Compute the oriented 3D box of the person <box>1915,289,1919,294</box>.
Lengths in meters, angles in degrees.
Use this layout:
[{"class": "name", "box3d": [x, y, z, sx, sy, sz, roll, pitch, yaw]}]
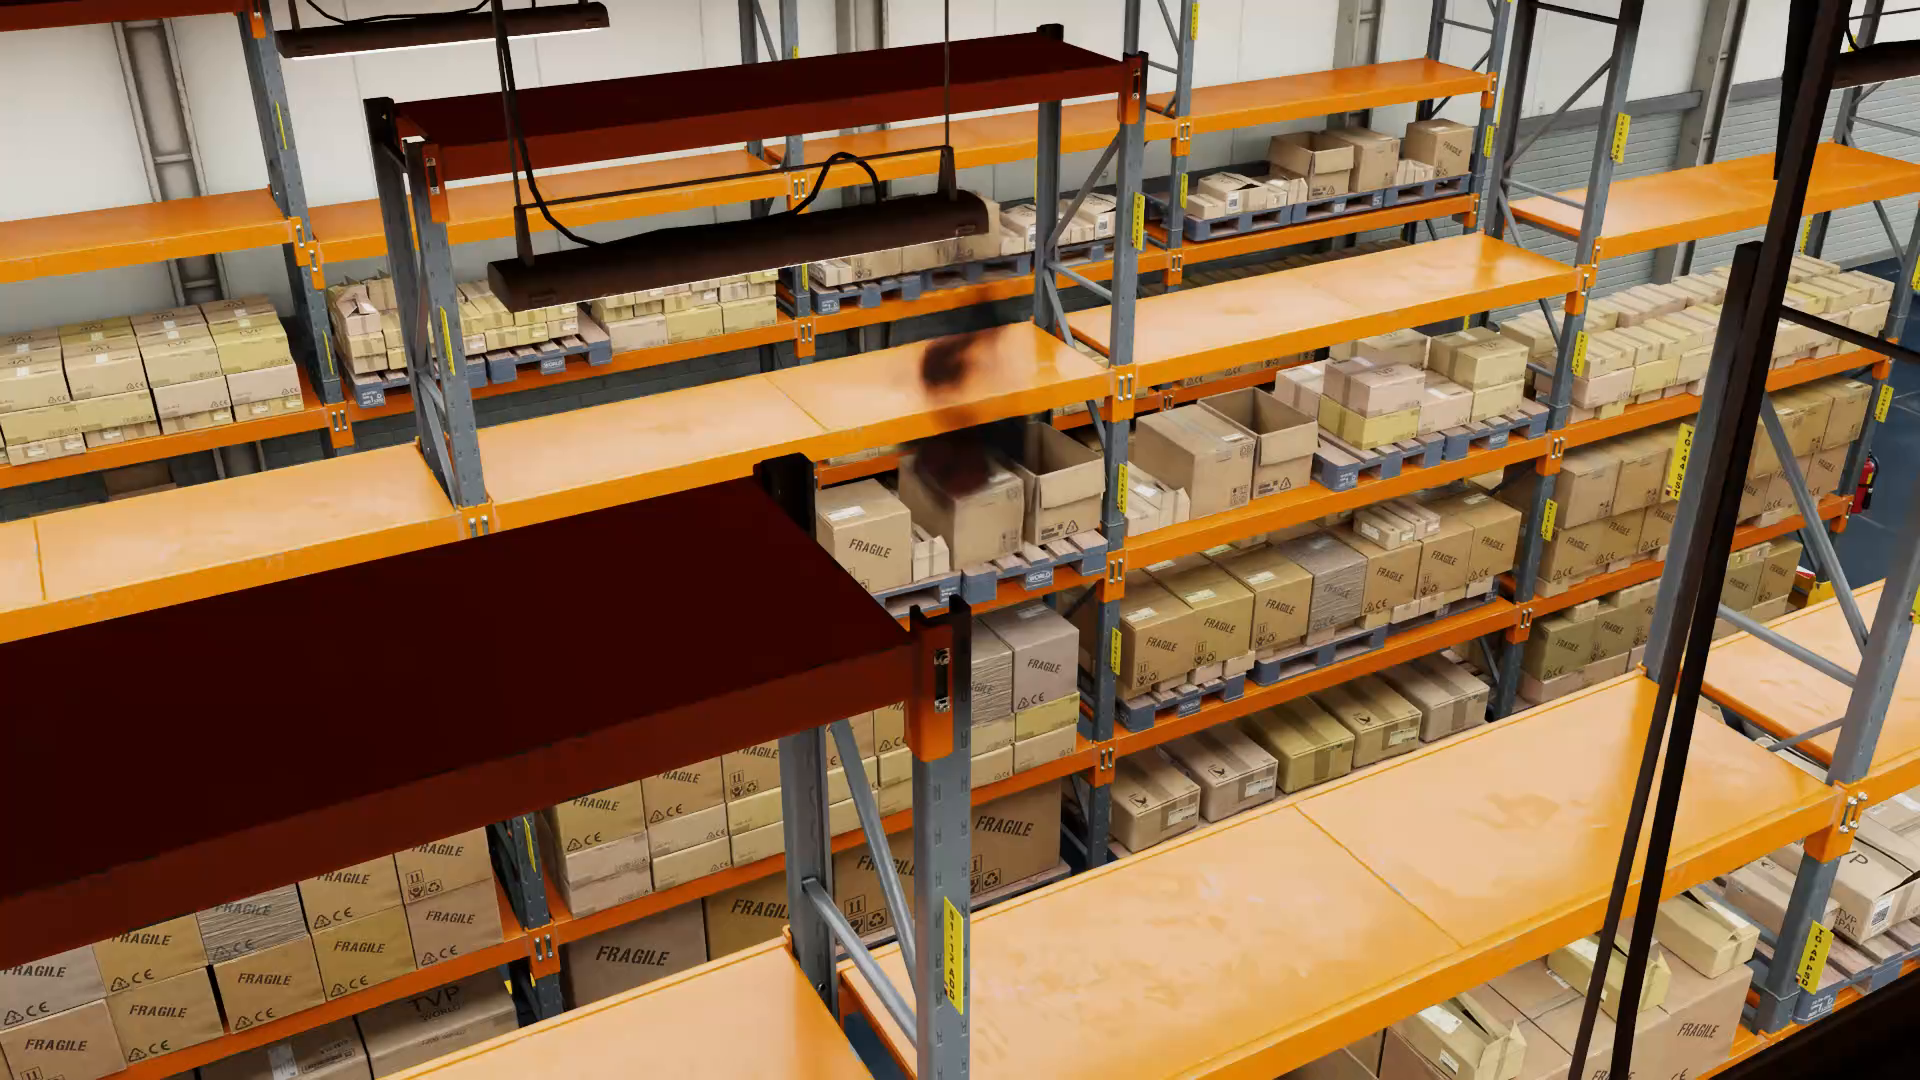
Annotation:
[{"class": "person", "box3d": [13.580, -4.098, 22.874, 0.594, 1.736, 0.685, -20, 34, -32]}]
